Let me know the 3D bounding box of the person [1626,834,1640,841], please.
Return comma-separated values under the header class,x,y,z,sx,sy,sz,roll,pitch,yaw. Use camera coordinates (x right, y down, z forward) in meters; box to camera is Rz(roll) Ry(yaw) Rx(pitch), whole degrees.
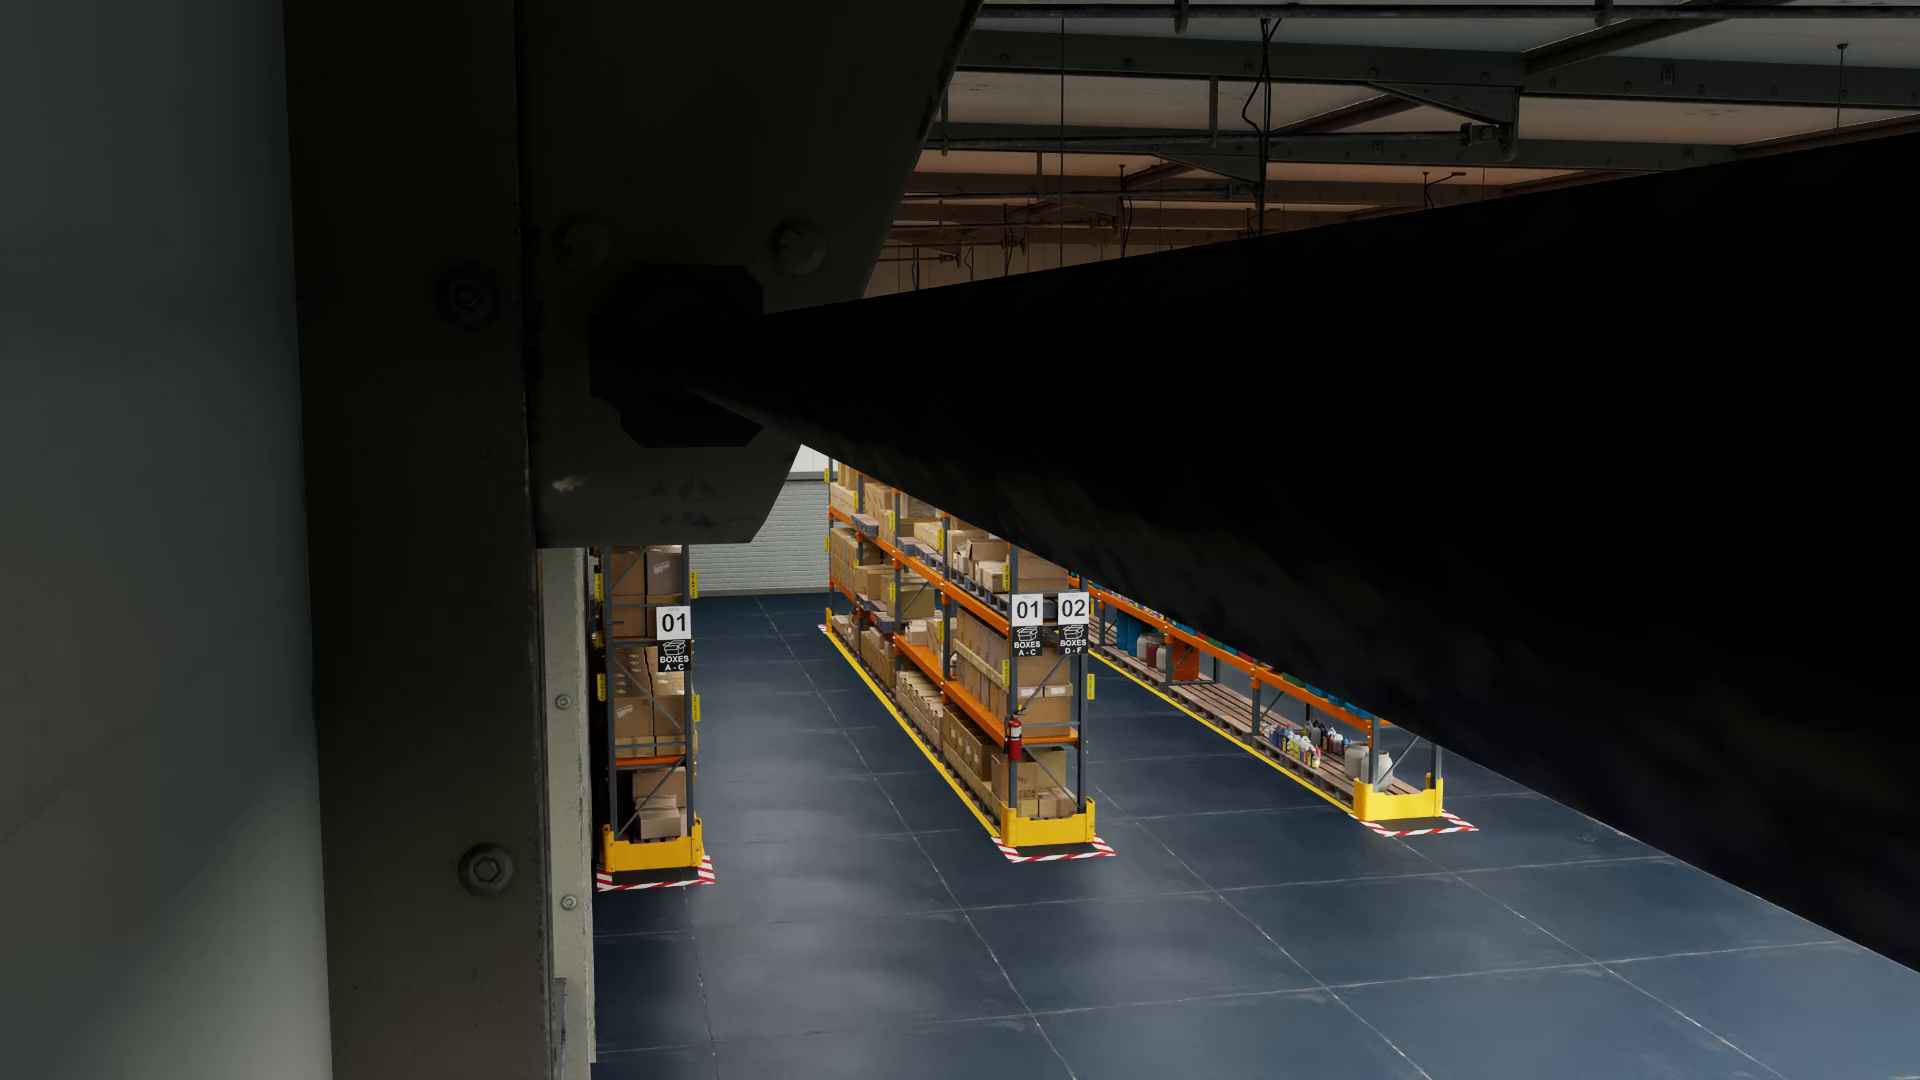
class,x,y,z,sx,sy,sz,roll,pitch,yaw
person,8.836,2.993,21.086,0.690,1.705,0.655,5,9,38
